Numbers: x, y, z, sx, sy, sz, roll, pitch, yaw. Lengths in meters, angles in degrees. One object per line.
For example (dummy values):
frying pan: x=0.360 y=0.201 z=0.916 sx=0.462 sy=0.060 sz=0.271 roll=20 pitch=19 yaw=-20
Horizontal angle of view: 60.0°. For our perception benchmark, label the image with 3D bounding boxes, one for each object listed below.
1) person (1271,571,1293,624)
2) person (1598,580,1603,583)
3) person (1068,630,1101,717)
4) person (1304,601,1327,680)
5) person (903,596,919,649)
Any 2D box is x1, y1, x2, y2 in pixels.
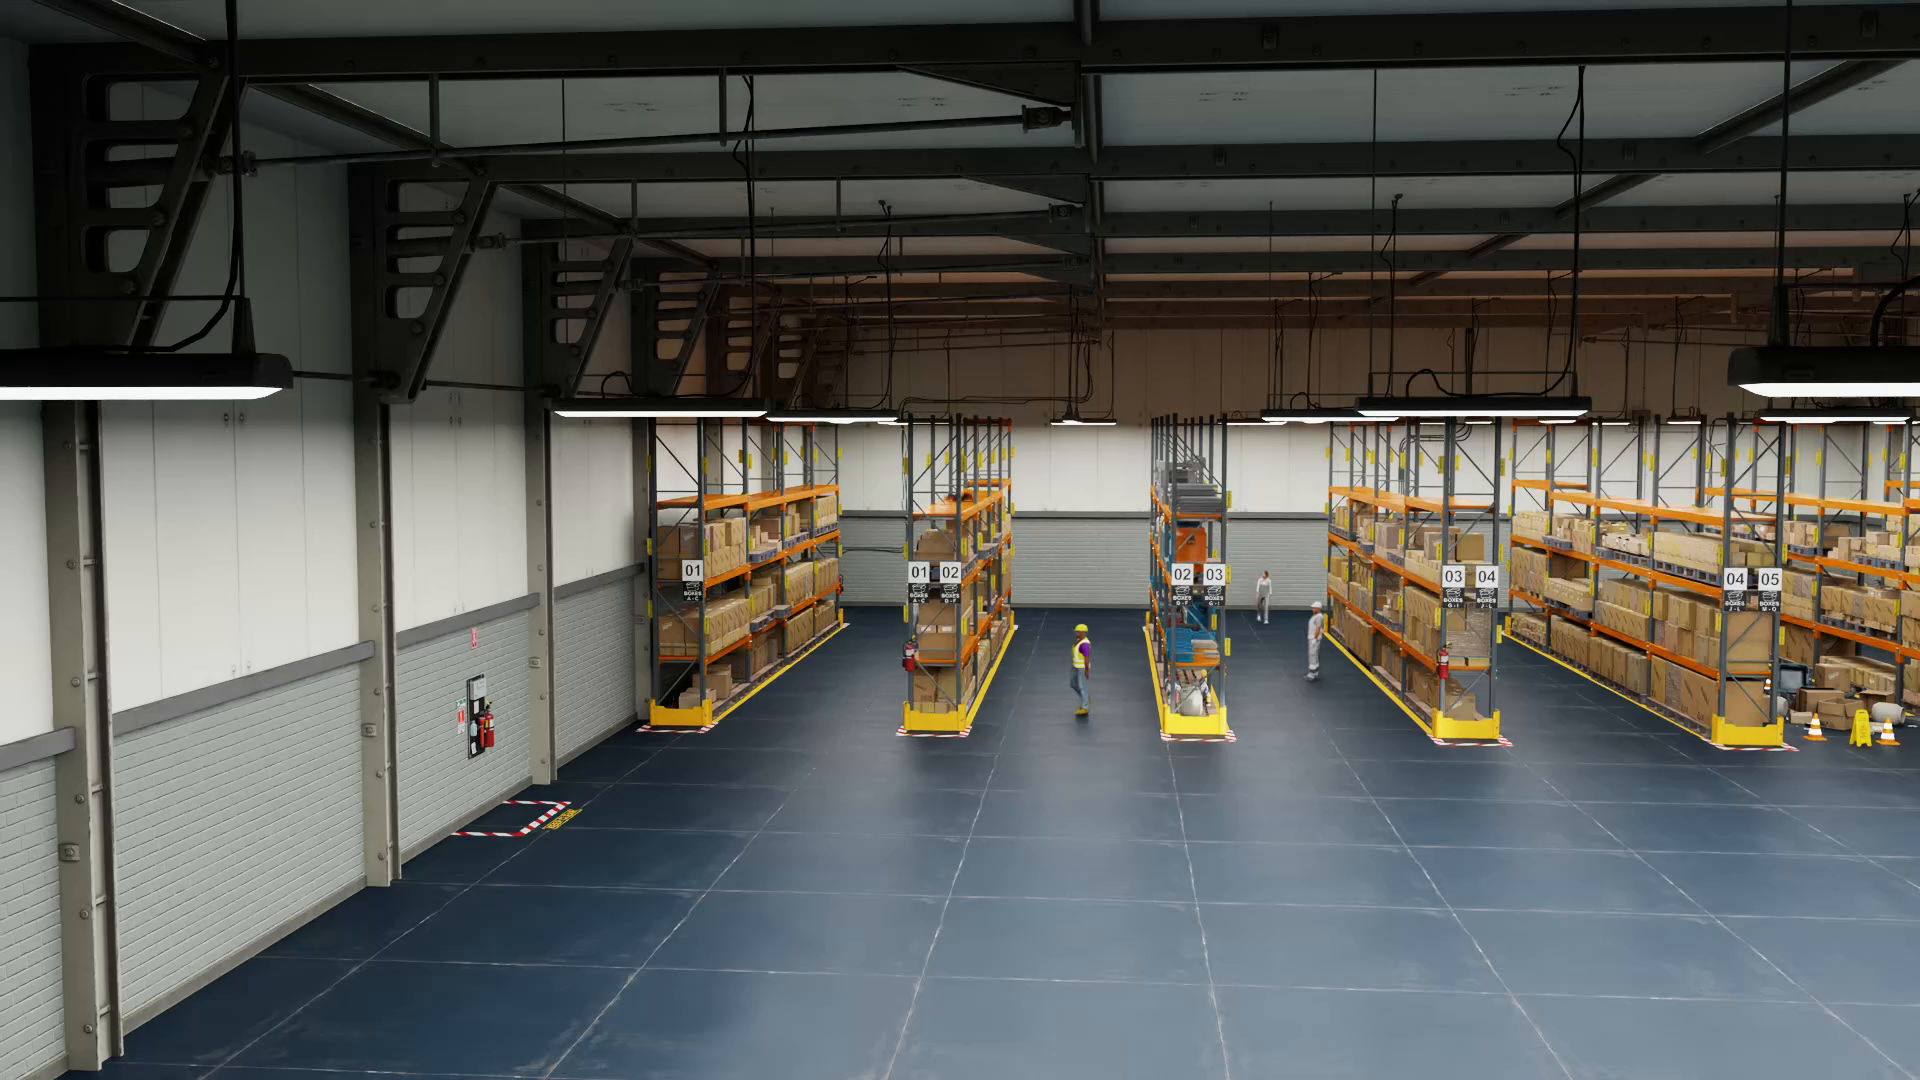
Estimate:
person: x=9.396 y=1.671 z=48.447 sx=0.578 sy=1.549 sz=0.592 roll=-4 pitch=5 yaw=-43
person: x=17.625 y=1.879 z=45.465 sx=0.629 sy=1.585 sz=0.761 roll=-3 pitch=5 yaw=-39
person: x=2.470 y=2.637 z=33.287 sx=0.818 sy=1.705 sz=0.675 roll=3 pitch=5 yaw=36
person: x=8.064 y=2.281 z=37.717 sx=0.433 sy=1.793 sz=0.640 roll=-3 pitch=5 yaw=-38
person: x=-1.162 y=1.956 z=43.033 sx=0.598 sy=1.705 sz=0.775 roll=0 pitch=4 yaw=6
